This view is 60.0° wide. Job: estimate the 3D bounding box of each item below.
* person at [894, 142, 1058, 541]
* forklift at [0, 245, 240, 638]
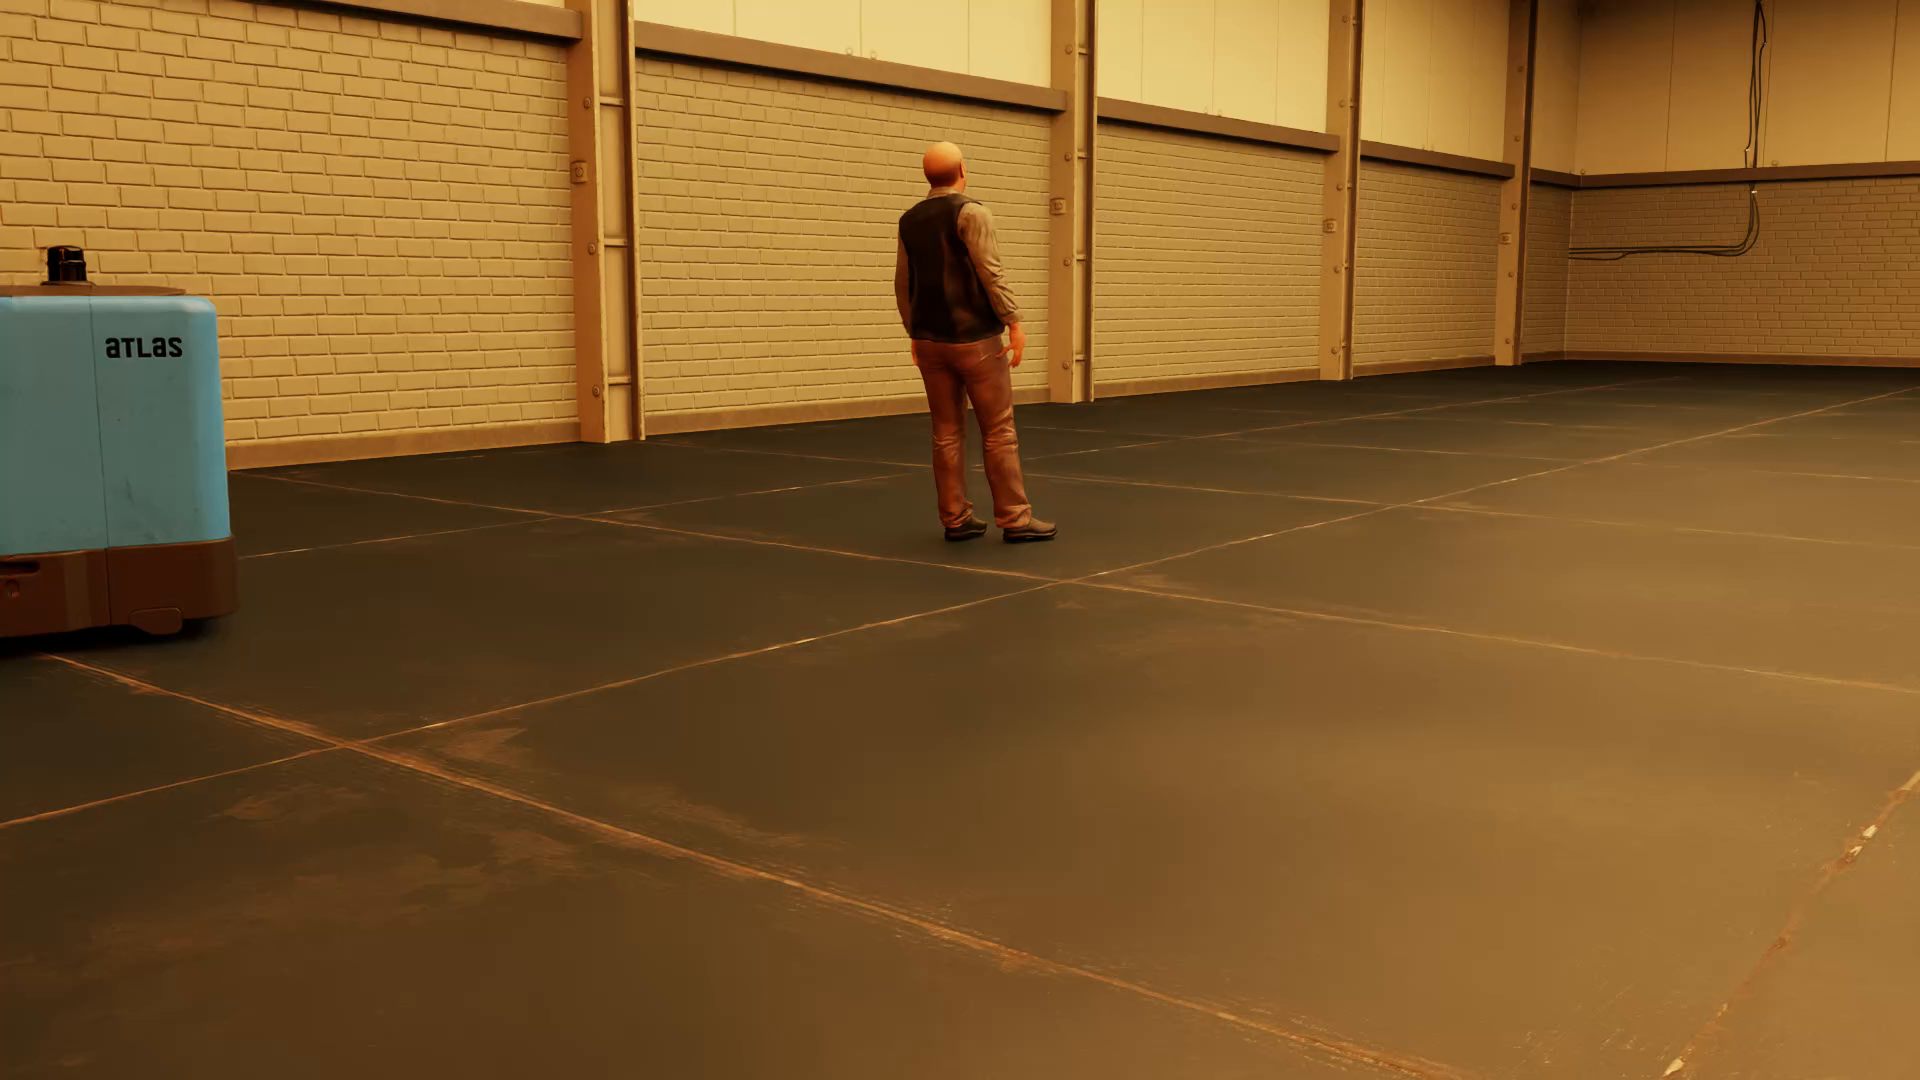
[{"bbox_3d":[0.045,-0.866,7.323,0.634,1.722,0.566,7,11,38],"label":"person"},{"bbox_3d":[-3.847,-1.095,4.768,3.031,2.935,1.130,-5,10,-31],"label":"forklift"}]
